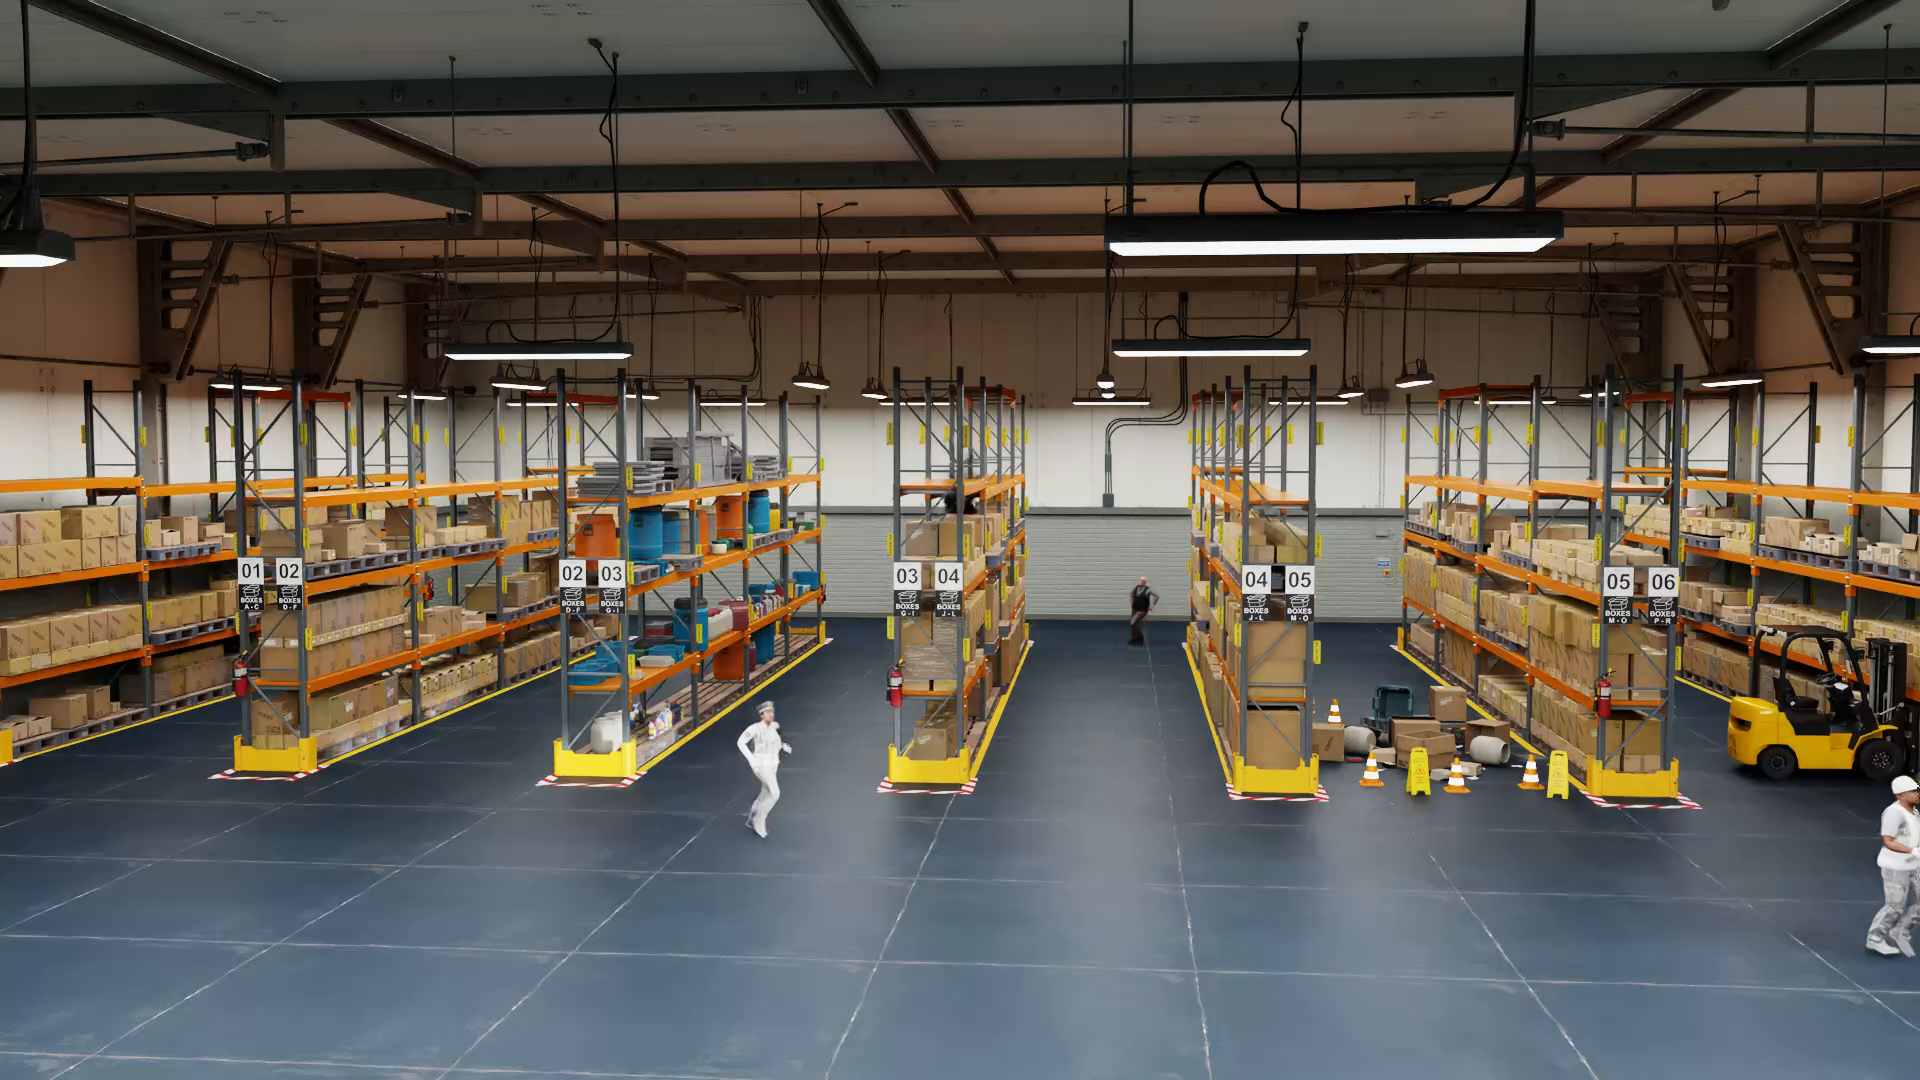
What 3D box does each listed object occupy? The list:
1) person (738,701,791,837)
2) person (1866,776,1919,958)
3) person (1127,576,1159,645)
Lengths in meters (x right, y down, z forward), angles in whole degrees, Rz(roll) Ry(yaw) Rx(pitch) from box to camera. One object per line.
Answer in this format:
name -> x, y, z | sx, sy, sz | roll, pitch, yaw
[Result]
person -> -2.418, 2.871, 20.936 | 0.667, 1.704, 0.584 | 3, 4, 36
person -> 9.024, 3.135, 15.859 | 0.671, 1.777, 0.675 | -3, 4, -36
person -> 4.352, 1.707, 40.066 | 0.720, 1.682, 0.796 | -3, 5, -43
